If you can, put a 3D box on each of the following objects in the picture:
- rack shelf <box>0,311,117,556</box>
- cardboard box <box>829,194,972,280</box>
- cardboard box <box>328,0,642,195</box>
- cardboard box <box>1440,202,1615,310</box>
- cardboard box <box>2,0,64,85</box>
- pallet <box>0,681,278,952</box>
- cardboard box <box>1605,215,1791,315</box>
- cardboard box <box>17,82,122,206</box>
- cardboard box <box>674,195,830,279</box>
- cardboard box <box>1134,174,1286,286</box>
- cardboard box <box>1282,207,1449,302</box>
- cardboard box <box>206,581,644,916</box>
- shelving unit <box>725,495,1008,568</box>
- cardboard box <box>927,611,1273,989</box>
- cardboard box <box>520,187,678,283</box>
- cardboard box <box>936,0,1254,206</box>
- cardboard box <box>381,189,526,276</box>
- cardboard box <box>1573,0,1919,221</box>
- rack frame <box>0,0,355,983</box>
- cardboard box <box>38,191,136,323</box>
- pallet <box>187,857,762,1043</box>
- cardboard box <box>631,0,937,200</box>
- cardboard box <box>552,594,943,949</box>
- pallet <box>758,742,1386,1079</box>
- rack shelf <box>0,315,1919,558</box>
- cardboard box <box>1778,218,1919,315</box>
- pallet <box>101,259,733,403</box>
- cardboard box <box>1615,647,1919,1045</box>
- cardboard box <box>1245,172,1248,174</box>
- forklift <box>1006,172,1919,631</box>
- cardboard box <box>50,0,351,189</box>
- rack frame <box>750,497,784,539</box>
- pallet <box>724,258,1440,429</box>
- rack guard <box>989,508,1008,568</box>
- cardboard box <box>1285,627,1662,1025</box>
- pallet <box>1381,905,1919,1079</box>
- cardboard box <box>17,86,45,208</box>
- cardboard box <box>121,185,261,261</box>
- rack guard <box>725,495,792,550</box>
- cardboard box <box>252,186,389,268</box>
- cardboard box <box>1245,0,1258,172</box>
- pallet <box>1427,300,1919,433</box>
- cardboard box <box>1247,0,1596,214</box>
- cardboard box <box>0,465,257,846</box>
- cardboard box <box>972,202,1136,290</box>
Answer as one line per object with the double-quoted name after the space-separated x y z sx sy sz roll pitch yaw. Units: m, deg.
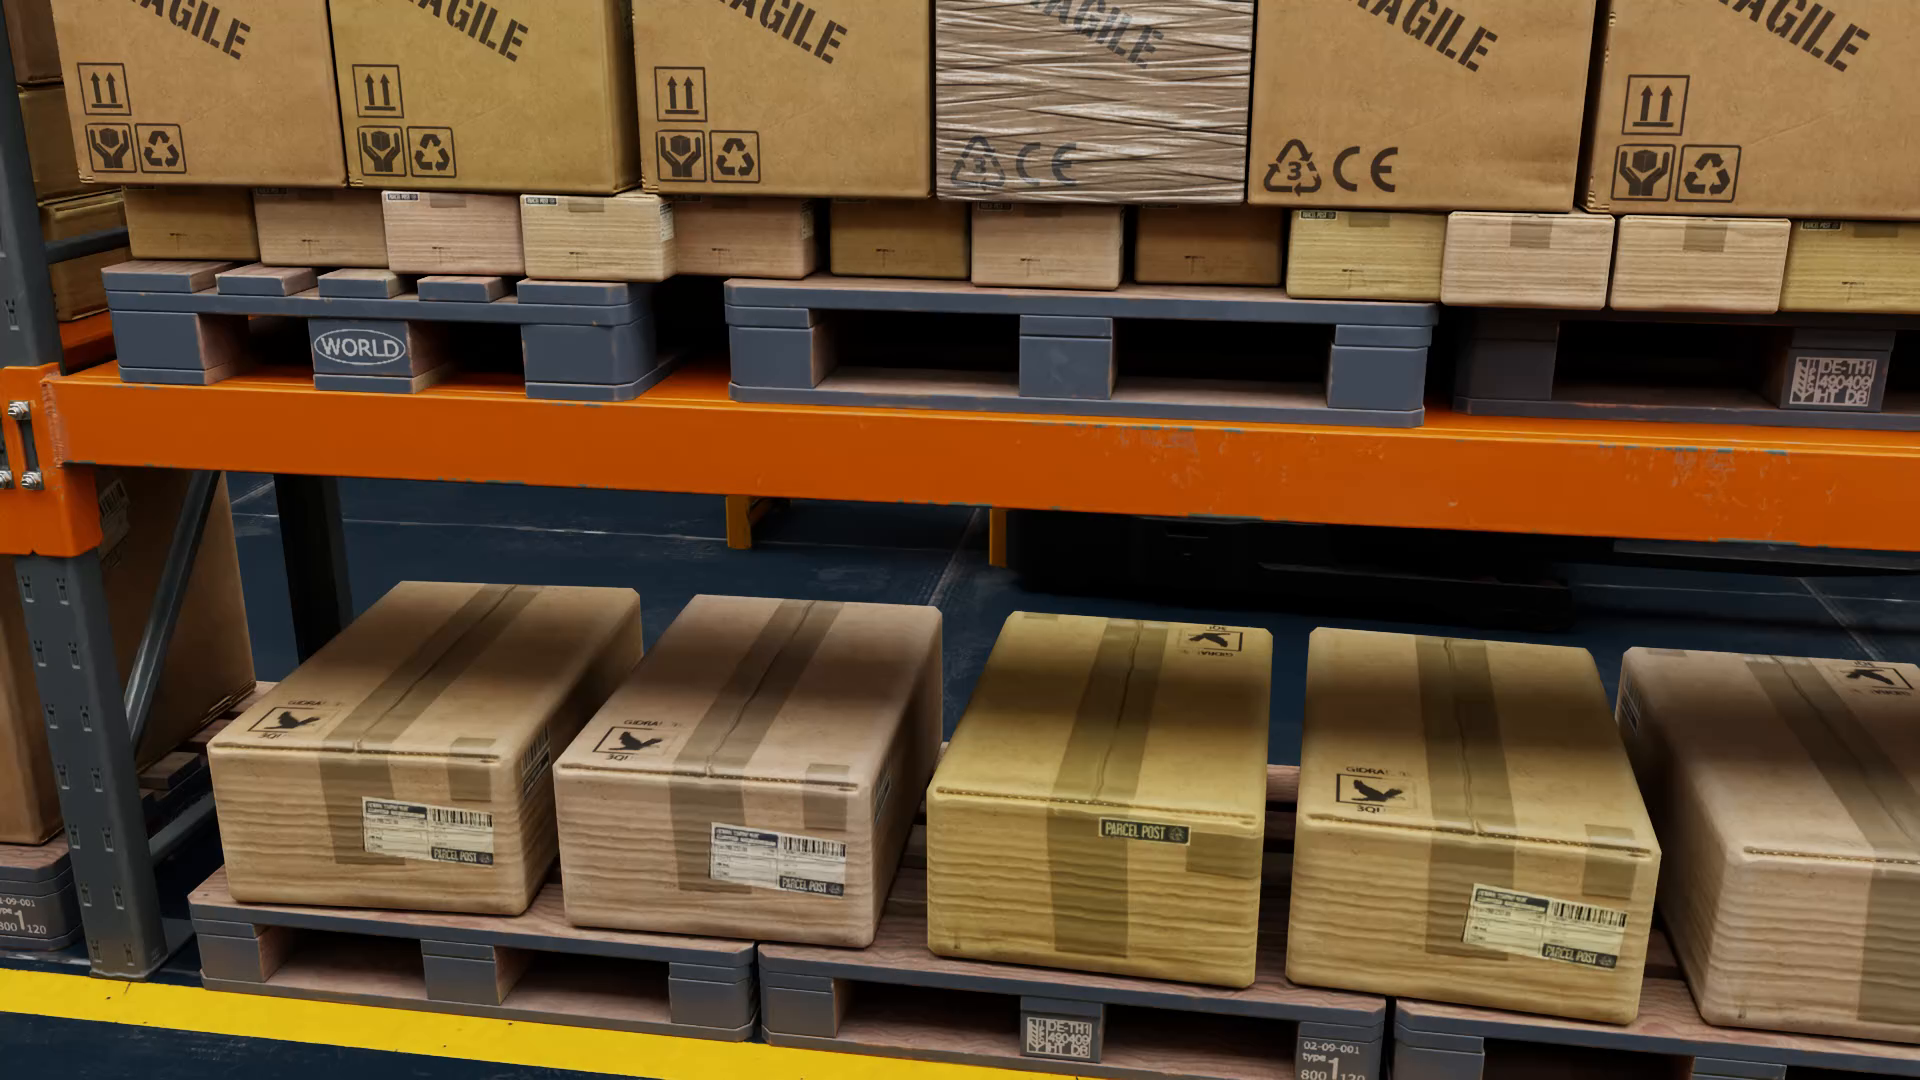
-3.677 -0.406 3.924 4.000 0.370 1.077 3 19 9 "rack shelf"
-0.070 -0.589 3.071 0.250 0.149 0.380 4 19 11 "cardboard box"
-0.779 -0.915 3.023 0.500 0.500 0.500 4 19 11 "cardboard box"
0.925 -0.497 2.796 0.250 0.149 0.380 3 19 9 "cardboard box"
-2.150 -1.270 3.637 0.500 0.500 0.500 2 19 7 "cardboard box"
-2.469 0.612 4.140 1.213 0.211 1.003 3 19 9 "pallet"
1.178 -0.485 2.761 0.250 0.149 0.380 3 19 8 "cardboard box"
-2.163 -0.916 3.761 0.500 0.250 0.500 3 19 8 "cardboard box"
-0.355 -0.591 3.077 0.250 0.149 0.380 4 19 12 "cardboard box"
0.447 -0.566 3.002 0.250 0.149 0.380 2 19 7 "cardboard box"
0.690 -0.521 2.866 0.250 0.149 0.380 3 19 9 "cardboard box"
-1.146 0.432 3.765 0.625 0.372 0.950 2 19 5 "cardboard box"
-0.286 -0.736 6.139 1.083 1.500 0.587 4 19 11 "shelving unit"
0.332 0.506 3.542 0.625 0.372 0.950 4 19 10 "cardboard box"
-0.606 -0.579 3.040 0.250 0.149 0.380 3 19 9 "cardboard box"
0.239 -0.863 2.867 0.500 0.500 0.500 2 19 7 "cardboard box"
-0.874 -0.599 3.101 0.250 0.149 0.380 2 19 5 "cardboard box"
1.265 -0.809 2.705 0.500 0.500 0.500 3 19 9 "cardboard box"
-1.702 -0.647 3.509 0.127 3.000 1.000 3 19 9 "rack frame"
-2.145 -0.679 3.842 0.500 0.250 0.500 3 19 8 "cardboard box"
-0.931 0.715 3.832 1.213 0.211 1.003 3 19 9 "pallet"
-0.254 -0.891 2.949 0.500 0.500 0.500 3 19 10 "cardboard box"
-0.416 0.466 3.661 0.625 0.372 0.950 3 19 8 "cardboard box"
0.270 0.778 3.647 1.213 0.211 1.003 3 19 9 "pallet"
0.272 -0.205 3.322 4.000 0.370 1.077 3 19 9 "rack shelf"
1.438 -0.484 2.756 0.250 0.149 0.380 2 19 7 "cardboard box"
-0.982 -0.553 3.532 1.003 0.211 1.213 3 19 9 "pallet"
1.729 0.576 3.334 0.625 0.372 0.950 3 19 9 "cardboard box"
0.469 -0.727 3.481 0.250 0.149 0.380 4 19 11 "cardboard box"
1.731 -1.277 5.501 3.031 2.935 1.130 4 19 11 "forklift"
-1.295 -0.939 3.095 0.500 0.500 0.500 2 19 7 "cardboard box"
-0.775 -0.768 6.234 0.032 1.500 0.500 4 19 11 "rack frame"
0.259 -0.469 3.280 1.213 0.211 1.003 3 19 9 "pallet"
0.202 -0.111 6.242 0.087 0.250 0.587 4 19 11 "rack guard"
1.019 0.541 3.439 0.625 0.372 0.950 4 19 12 "cardboard box"
1.478 0.838 3.465 1.213 0.211 1.003 3 19 9 "pallet"
-2.221 -0.758 3.288 0.500 0.250 0.500 3 19 8 "cardboard box"
-1.411 -0.652 3.259 0.250 0.149 0.380 2 19 5 "cardboard box"
-0.774 -0.175 6.432 0.087 0.250 0.587 4 19 11 "rack guard"
-1.137 -0.627 3.185 0.250 0.149 0.380 2 19 5 "cardboard box"
0.340 -1.023 3.346 0.500 0.500 0.500 2 19 6 "cardboard box"
1.516 -0.439 3.189 1.213 0.211 1.003 3 19 9 "pallet"
0.756 -0.837 2.789 0.500 0.500 0.500 4 19 11 "cardboard box"
-2.371 0.101 3.961 0.875 0.875 0.875 3 19 8 "cardboard box"
0.177 -0.556 2.971 0.250 0.149 0.380 4 19 10 "cardboard box"
